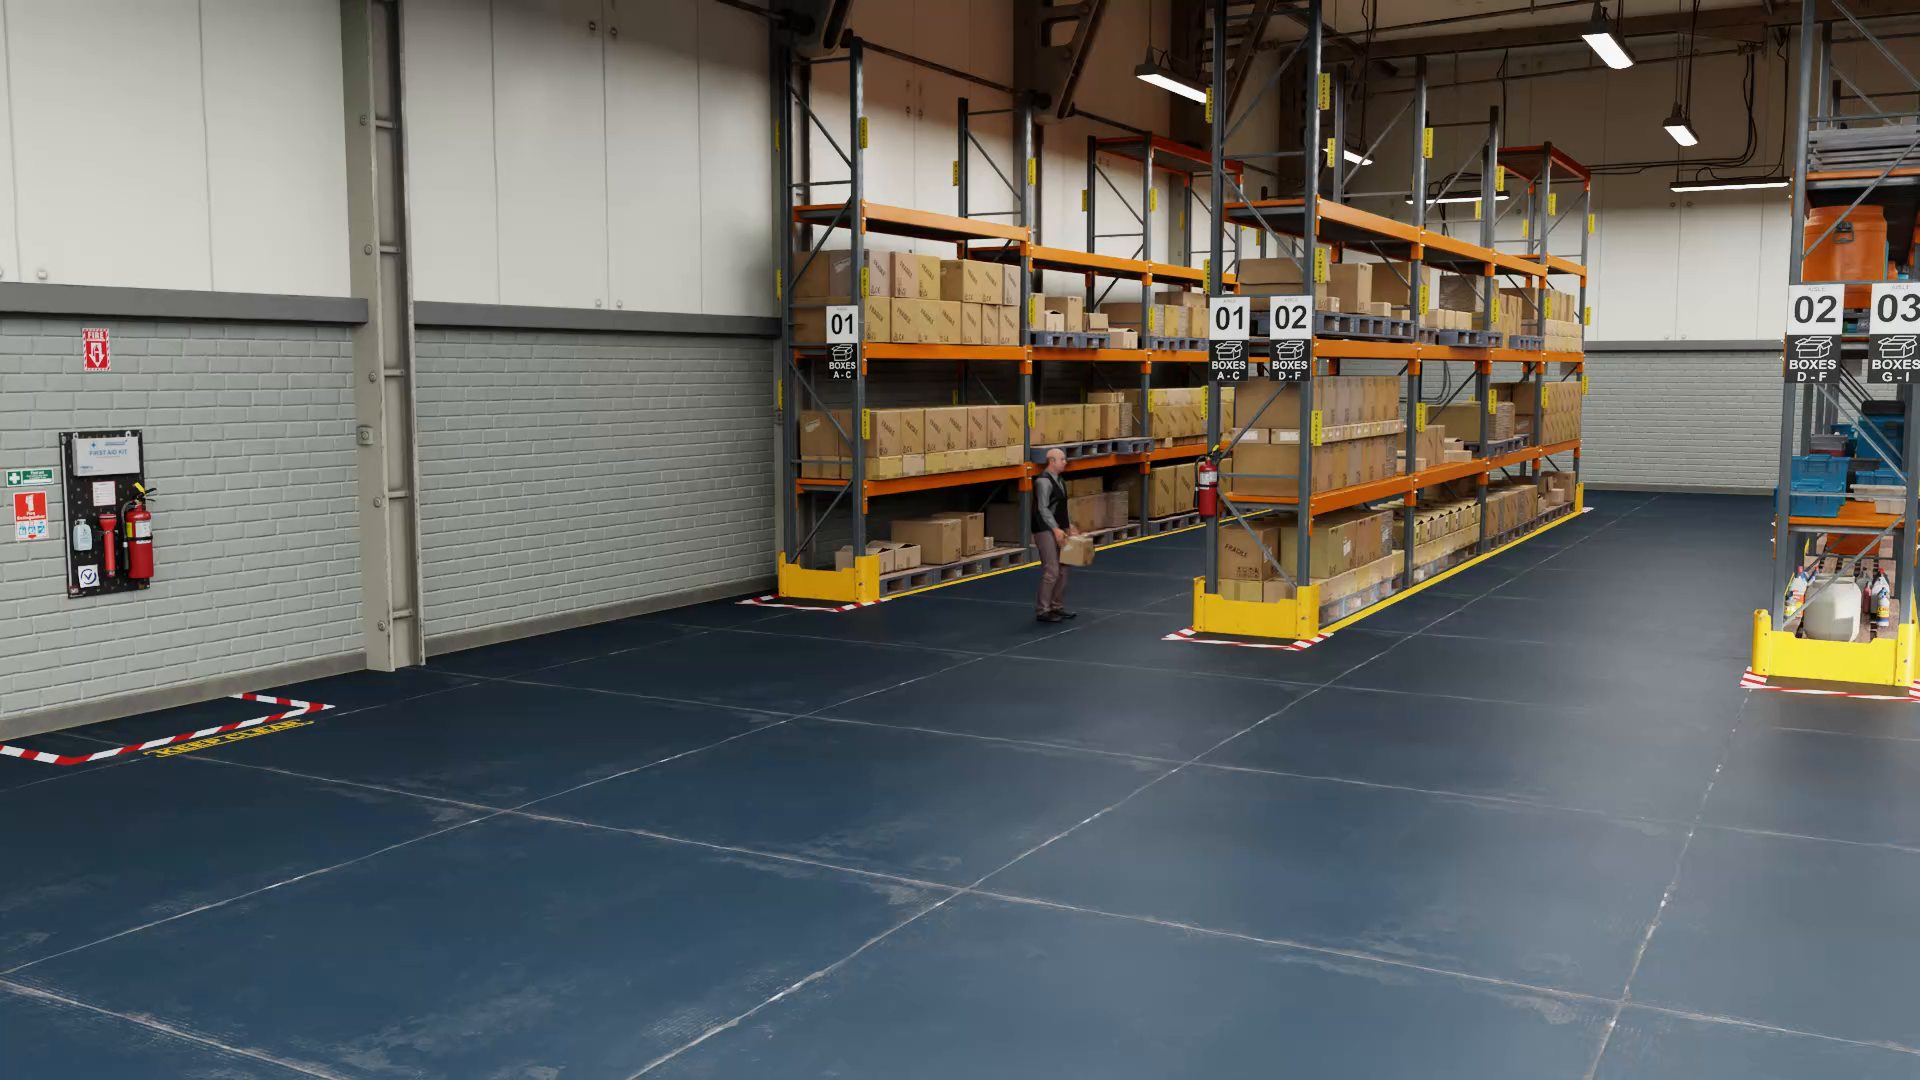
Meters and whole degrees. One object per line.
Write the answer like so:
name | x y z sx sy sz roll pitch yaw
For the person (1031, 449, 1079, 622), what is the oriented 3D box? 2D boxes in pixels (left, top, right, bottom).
person | 0.945 -0.060 16.794 0.446 1.727 0.551 3 7 27
